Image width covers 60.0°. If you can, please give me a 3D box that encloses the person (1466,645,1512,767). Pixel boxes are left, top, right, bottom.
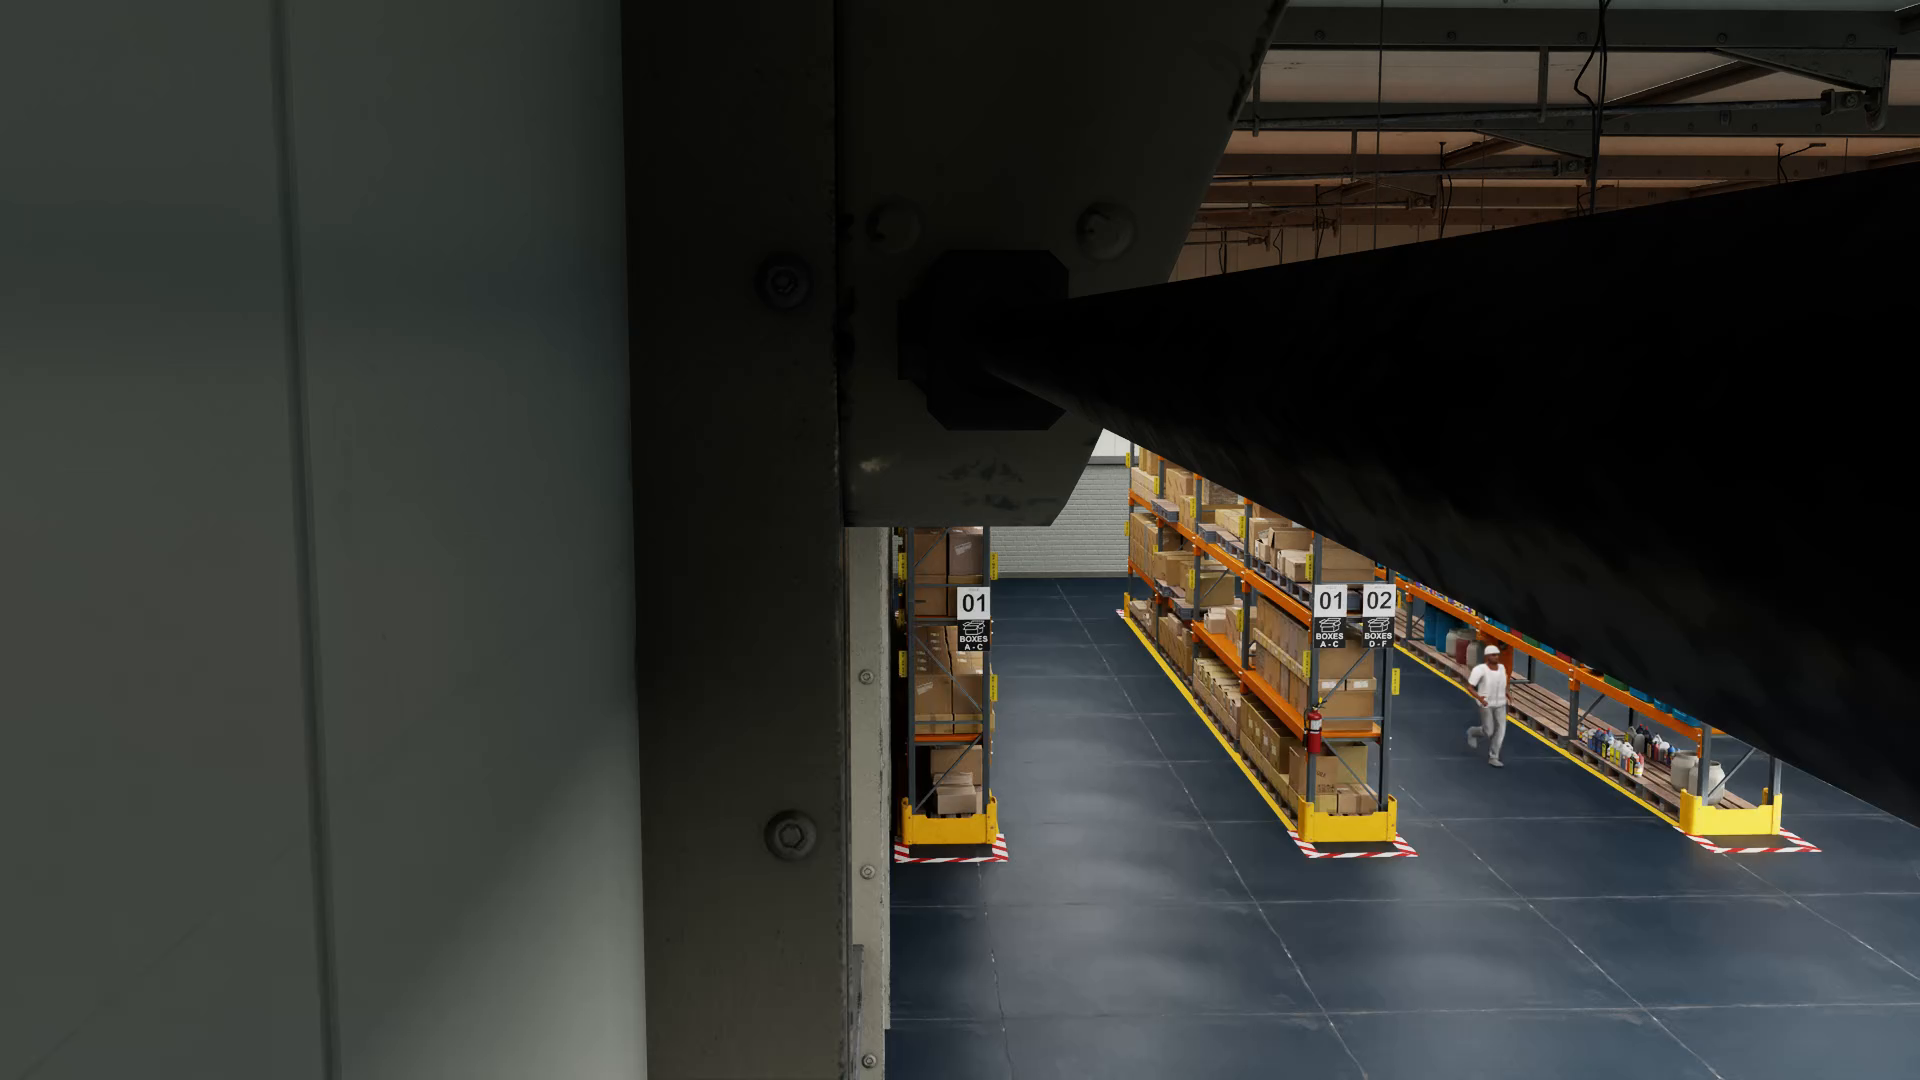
[{"bbox_3d":[7.714,2.387,24.173,0.700,1.739,0.801,-2,8,-15],"label":"person"}]
